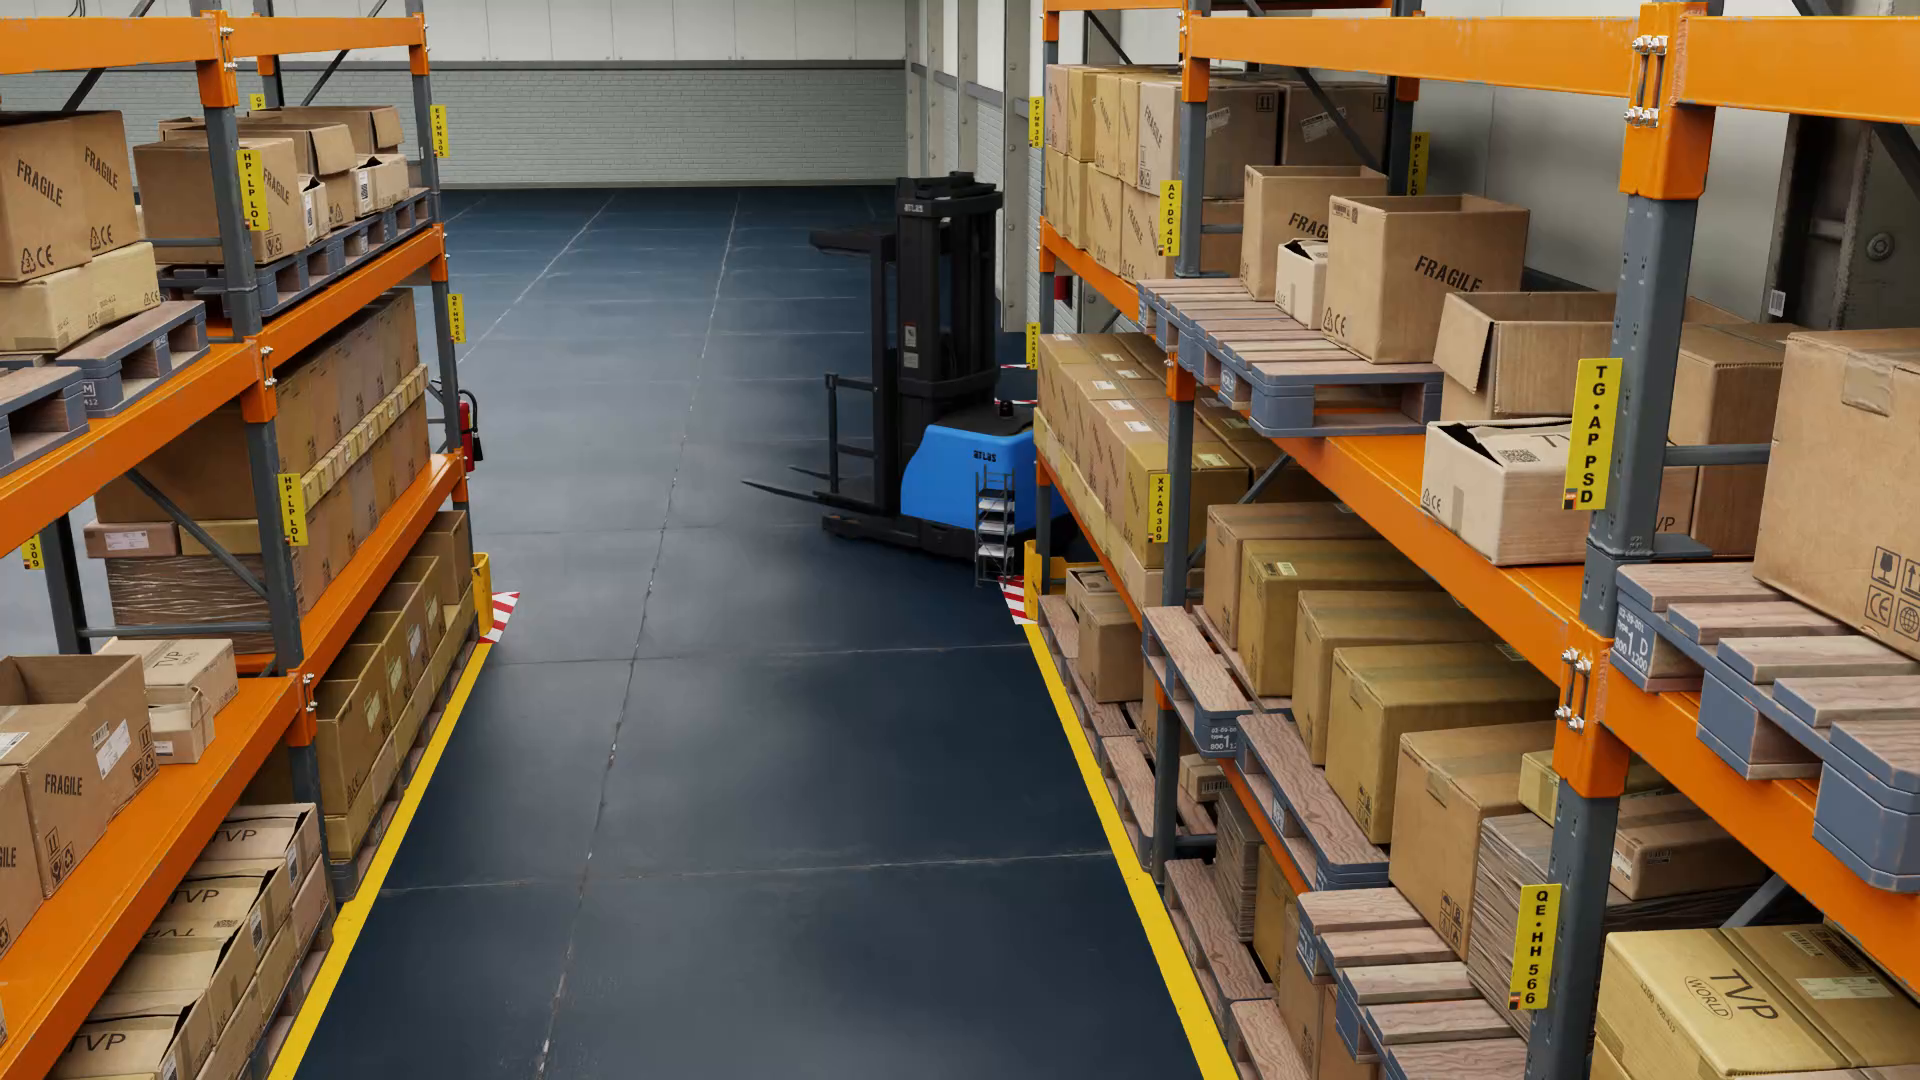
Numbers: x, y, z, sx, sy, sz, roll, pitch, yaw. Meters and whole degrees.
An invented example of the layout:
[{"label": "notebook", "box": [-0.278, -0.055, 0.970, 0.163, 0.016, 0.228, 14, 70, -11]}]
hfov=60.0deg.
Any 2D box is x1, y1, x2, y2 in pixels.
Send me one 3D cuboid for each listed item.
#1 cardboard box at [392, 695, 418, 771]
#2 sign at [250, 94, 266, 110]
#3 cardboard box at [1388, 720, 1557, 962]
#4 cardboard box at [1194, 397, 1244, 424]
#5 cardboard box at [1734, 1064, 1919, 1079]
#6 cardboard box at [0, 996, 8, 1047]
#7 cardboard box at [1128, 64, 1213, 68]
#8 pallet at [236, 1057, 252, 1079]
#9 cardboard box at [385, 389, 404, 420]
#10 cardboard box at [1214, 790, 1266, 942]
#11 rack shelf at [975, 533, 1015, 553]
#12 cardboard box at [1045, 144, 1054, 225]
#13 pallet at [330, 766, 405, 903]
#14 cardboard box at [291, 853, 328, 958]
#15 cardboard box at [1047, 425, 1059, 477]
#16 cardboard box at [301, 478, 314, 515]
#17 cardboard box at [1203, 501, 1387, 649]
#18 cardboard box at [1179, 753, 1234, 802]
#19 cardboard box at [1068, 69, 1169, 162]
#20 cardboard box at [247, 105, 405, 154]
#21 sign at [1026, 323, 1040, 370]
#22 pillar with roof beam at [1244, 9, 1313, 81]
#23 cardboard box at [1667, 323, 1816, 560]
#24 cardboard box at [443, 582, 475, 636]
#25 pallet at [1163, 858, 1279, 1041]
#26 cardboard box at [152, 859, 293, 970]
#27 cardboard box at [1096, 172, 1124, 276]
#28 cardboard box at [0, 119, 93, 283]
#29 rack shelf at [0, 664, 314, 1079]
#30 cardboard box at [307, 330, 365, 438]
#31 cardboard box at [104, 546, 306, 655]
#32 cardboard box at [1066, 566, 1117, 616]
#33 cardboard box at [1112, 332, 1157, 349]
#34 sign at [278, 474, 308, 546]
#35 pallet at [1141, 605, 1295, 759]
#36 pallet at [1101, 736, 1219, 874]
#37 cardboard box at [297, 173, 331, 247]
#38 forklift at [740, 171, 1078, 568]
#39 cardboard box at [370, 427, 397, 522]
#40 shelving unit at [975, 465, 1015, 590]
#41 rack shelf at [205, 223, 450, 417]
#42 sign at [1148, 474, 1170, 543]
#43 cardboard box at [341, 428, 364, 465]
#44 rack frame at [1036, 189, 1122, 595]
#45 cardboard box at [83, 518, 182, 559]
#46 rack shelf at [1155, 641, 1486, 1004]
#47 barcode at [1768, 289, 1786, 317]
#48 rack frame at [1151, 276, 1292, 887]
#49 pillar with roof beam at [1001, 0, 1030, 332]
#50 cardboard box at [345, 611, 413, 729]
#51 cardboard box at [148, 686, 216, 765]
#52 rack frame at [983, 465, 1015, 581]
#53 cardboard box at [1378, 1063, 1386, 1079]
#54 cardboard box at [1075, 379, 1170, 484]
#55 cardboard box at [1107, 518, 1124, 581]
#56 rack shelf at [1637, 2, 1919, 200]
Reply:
[{"label": "cardboard box", "box": [-3.304, 1.069, 9.154, 0.500, 0.250, 0.500, -2, 18, -6]}, {"label": "sign", "box": [-4.430, -2.659, 10.541, 0.100, 0.325, 0.005, -2, 18, -6]}, {"label": "cardboard box", "box": [1.732, 0.878, 4.972, 0.700, 0.500, 0.500, -3, 18, -11]}, {"label": "cardboard box", "box": [1.526, -0.496, 9.215, 0.500, 0.500, 0.500, -1, 17, -4]}, {"label": "cardboard box", "box": [1.721, 1.187, 2.940, 0.500, 0.250, 0.500, -2, 18, -6]}, {"label": "cardboard box", "box": [-2.952, 1.365, 4.471, 0.500, 0.311, 0.500, -2, 18, -6]}, {"label": "cardboard box", "box": [1.354, -2.788, 10.672, 0.500, 0.500, 0.500, -1, 17, -3]}, {"label": "pallet", "box": [-3.221, 2.316, 5.947, 1.003, 0.211, 1.213, -2, 18, -6]}, {"label": "cardboard box", "box": [-3.570, -0.809, 9.996, 0.380, 0.149, 0.250, -2, 17, -5]}, {"label": "cardboard box", "box": [1.555, 1.450, 7.488, 0.700, 0.500, 0.500, -1, 17, -4]}, {"label": "rack shelf", "box": [0.262, 0.022, 12.515, 0.258, 0.077, 0.200, 5, 18, 17]}, {"label": "cardboard box", "box": [0.835, -2.324, 10.863, 0.500, 0.500, 0.500, -1, 17, -4]}, {"label": "pallet", "box": [-3.505, 1.495, 8.562, 1.003, 0.211, 1.213, -2, 18, -6]}, {"label": "cardboard box", "box": [-3.134, 1.629, 7.370, 0.500, 0.250, 0.500, -2, 18, -6]}, {"label": "cardboard box", "box": [0.852, -0.571, 10.706, 0.500, 0.250, 0.500, -2, 18, -7]}, {"label": "cardboard box", "box": [-3.354, -0.192, 8.031, 0.380, 0.149, 0.250, -2, 18, -7]}, {"label": "cardboard box", "box": [1.481, 0.144, 7.309, 0.700, 0.500, 0.500, -2, 18, -5]}, {"label": "cardboard box", "box": [1.377, 1.232, 8.740, 0.380, 0.166, 0.250, -4, 18, -13]}, {"label": "cardboard box", "box": [0.913, -2.483, 9.700, 0.500, 0.500, 0.500, -1, 17, -4]}, {"label": "cardboard box", "box": [-3.822, -2.365, 10.087, 0.797, 0.503, 0.637, -1, 17, -2]}, {"label": "sign", "box": [0.510, -1.339, 11.489, 0.100, 0.325, 0.005, -2, 18, -6]}, {"label": "pillar with roof beam", "box": [-2.300, -3.490, 9.771, 9.100, 9.000, 0.400, -2, 18, -6]}, {"label": "cardboard box", "box": [2.029, -0.269, 4.319, 0.500, 0.500, 0.500, -2, 18, -6]}, {"label": "cardboard box", "box": [-3.528, 0.473, 11.051, 0.500, 0.250, 0.500, -2, 18, -6]}, {"label": "pallet", "box": [1.544, 1.811, 7.556, 1.003, 0.211, 1.213, -2, 18, -6]}, {"label": "cardboard box", "box": [-3.078, 1.514, 6.801, 0.500, 0.311, 0.500, -1, 17, -4]}, {"label": "cardboard box", "box": [1.030, -1.697, 8.868, 0.500, 0.500, 0.500, -2, 18, -8]}, {"label": "cardboard box", "box": [-3.359, -1.161, 5.656, 0.500, 0.500, 0.500, 0, 17, 0]}, {"label": "rack shelf", "box": [-3.259, 1.342, 5.595, 1.077, 0.370, 4.000, -2, 18, -6]}, {"label": "cardboard box", "box": [-3.672, -0.844, 9.026, 0.700, 0.500, 0.500, -2, 18, -6]}, {"label": "cardboard box", "box": [-3.517, 0.223, 7.791, 0.700, 0.500, 0.500, -2, 18, -7]}, {"label": "cardboard box", "box": [1.031, 0.339, 11.344, 0.500, 0.311, 0.500, -4, 18, -12]}, {"label": "cardboard box", "box": [1.310, -1.105, 11.153, 0.500, 0.500, 0.500, -2, 18, -6]}, {"label": "sign", "box": [-2.926, -0.131, 7.287, 0.100, 0.325, 0.005, -2, 18, -6]}, {"label": "pallet", "box": [1.396, 0.573, 7.166, 1.003, 0.211, 1.213, -2, 18, -6]}, {"label": "pallet", "box": [1.358, 1.380, 8.928, 1.003, 0.211, 1.213, -2, 18, -6]}, {"label": "cardboard box", "box": [-3.310, -1.572, 7.882, 0.500, 0.311, 0.500, -3, 18, -9]}, {"label": "forklift", "box": [-0.525, -1.515, 13.608, 3.031, 2.935, 1.130, 13, 22, 35]}, {"label": "cardboard box", "box": [-3.738, -0.393, 9.753, 0.700, 0.500, 0.500, -2, 18, -5]}, {"label": "shelving unit", "box": [0.262, -0.095, 12.478, 0.258, 0.900, 0.210, 5, 18, 17]}, {"label": "rack shelf", "box": [-3.671, -1.281, 8.942, 1.077, 0.370, 4.000, -2, 18, -6]}, {"label": "sign", "box": [0.923, -0.145, 7.686, 0.100, 0.325, 0.005, -2, 18, -6]}, {"label": "cardboard box", "box": [-3.463, -0.502, 9.017, 0.380, 0.149, 0.250, -2, 18, -6]}, {"label": "rack frame", "box": [1.050, -0.943, 11.673, 1.000, 3.000, 0.127, -2, 18, -6]}, {"label": "cardboard box", "box": [-3.706, -0.029, 7.510, 0.380, 0.149, 0.250, -2, 18, -6]}, {"label": "rack shelf", "box": [1.668, 1.188, 6.086, 1.077, 0.370, 4.000, -2, 18, -6]}, {"label": "barcode", "box": [2.273, -0.660, 4.627, 0.001, 0.075, 0.075, -2, 18, -6]}, {"label": "rack frame", "box": [1.462, 0.249, 7.877, 1.000, 3.000, 0.127, -2, 18, -6]}, {"label": "pillar with roof beam", "box": [-3.538, -7.066, 21.159, 9.100, 9.000, 0.400, -2, 18, -6]}, {"label": "cardboard box", "box": [-3.304, 0.711, 9.042, 0.500, 0.500, 0.500, -2, 18, -6]}, {"label": "cardboard box", "box": [-3.191, 0.723, 6.589, 0.396, 0.266, 0.258, -2, 18, -7]}, {"label": "rack frame", "box": [0.293, -0.124, 12.570, 0.240, 0.900, 0.006, 5, 18, 17]}, {"label": "cardboard box", "box": [1.811, 2.053, 5.568, 0.700, 0.500, 0.500, -2, 18, -6]}, {"label": "cardboard box", "box": [0.953, -0.632, 9.647, 0.500, 0.500, 0.500, -1, 17, -4]}, {"label": "cardboard box", "box": [1.069, 0.030, 8.789, 0.500, 0.250, 0.500, -2, 18, -5]}, {"label": "rack shelf", "box": [2.081, -0.292, 1.452, 1.077, 0.370, 4.000, -2, 18, -6]}]
